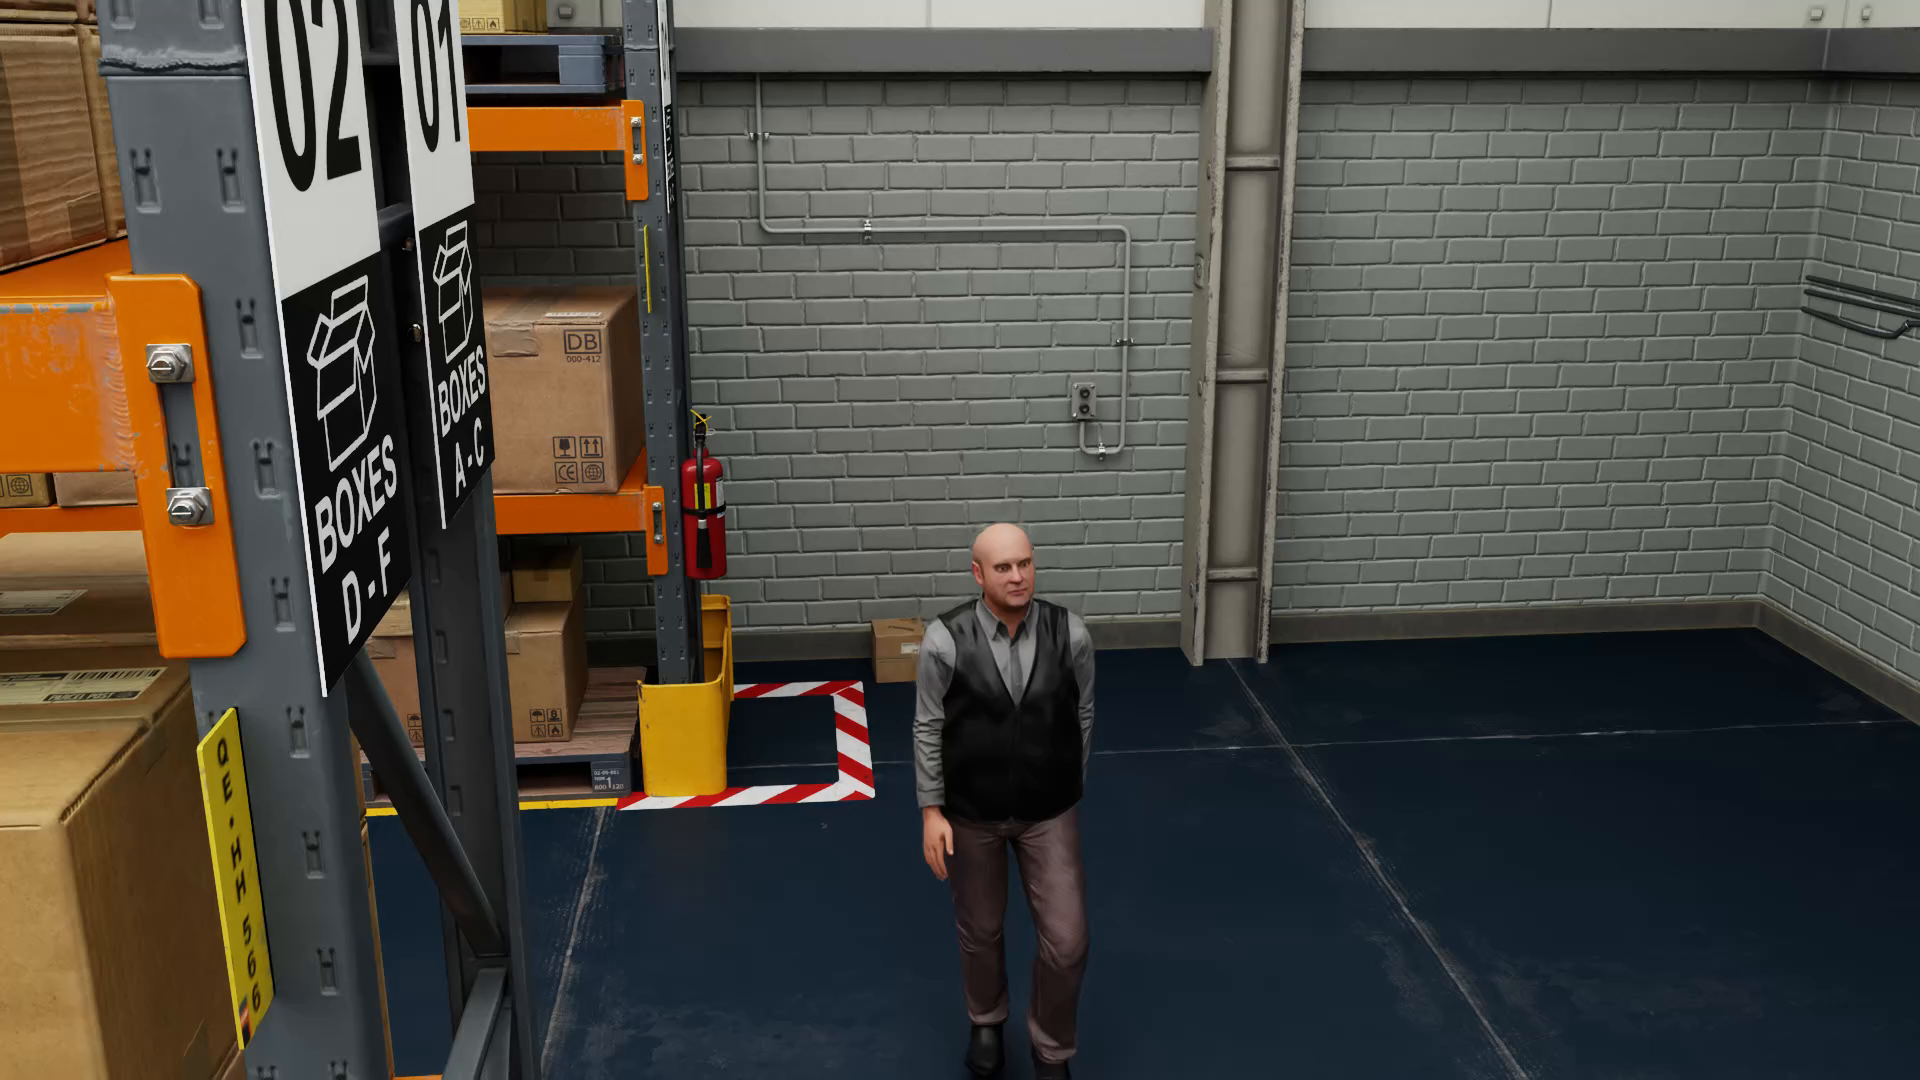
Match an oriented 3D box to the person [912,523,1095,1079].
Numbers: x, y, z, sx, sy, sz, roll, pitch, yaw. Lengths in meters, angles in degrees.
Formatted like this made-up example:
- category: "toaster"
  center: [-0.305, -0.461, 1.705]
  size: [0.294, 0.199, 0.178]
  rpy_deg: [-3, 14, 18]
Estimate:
- category: "person"
  center: [0.136, 0.829, 4.839]
  size: [0.541, 1.777, 0.522]
  rpy_deg: [-1, 17, -4]
